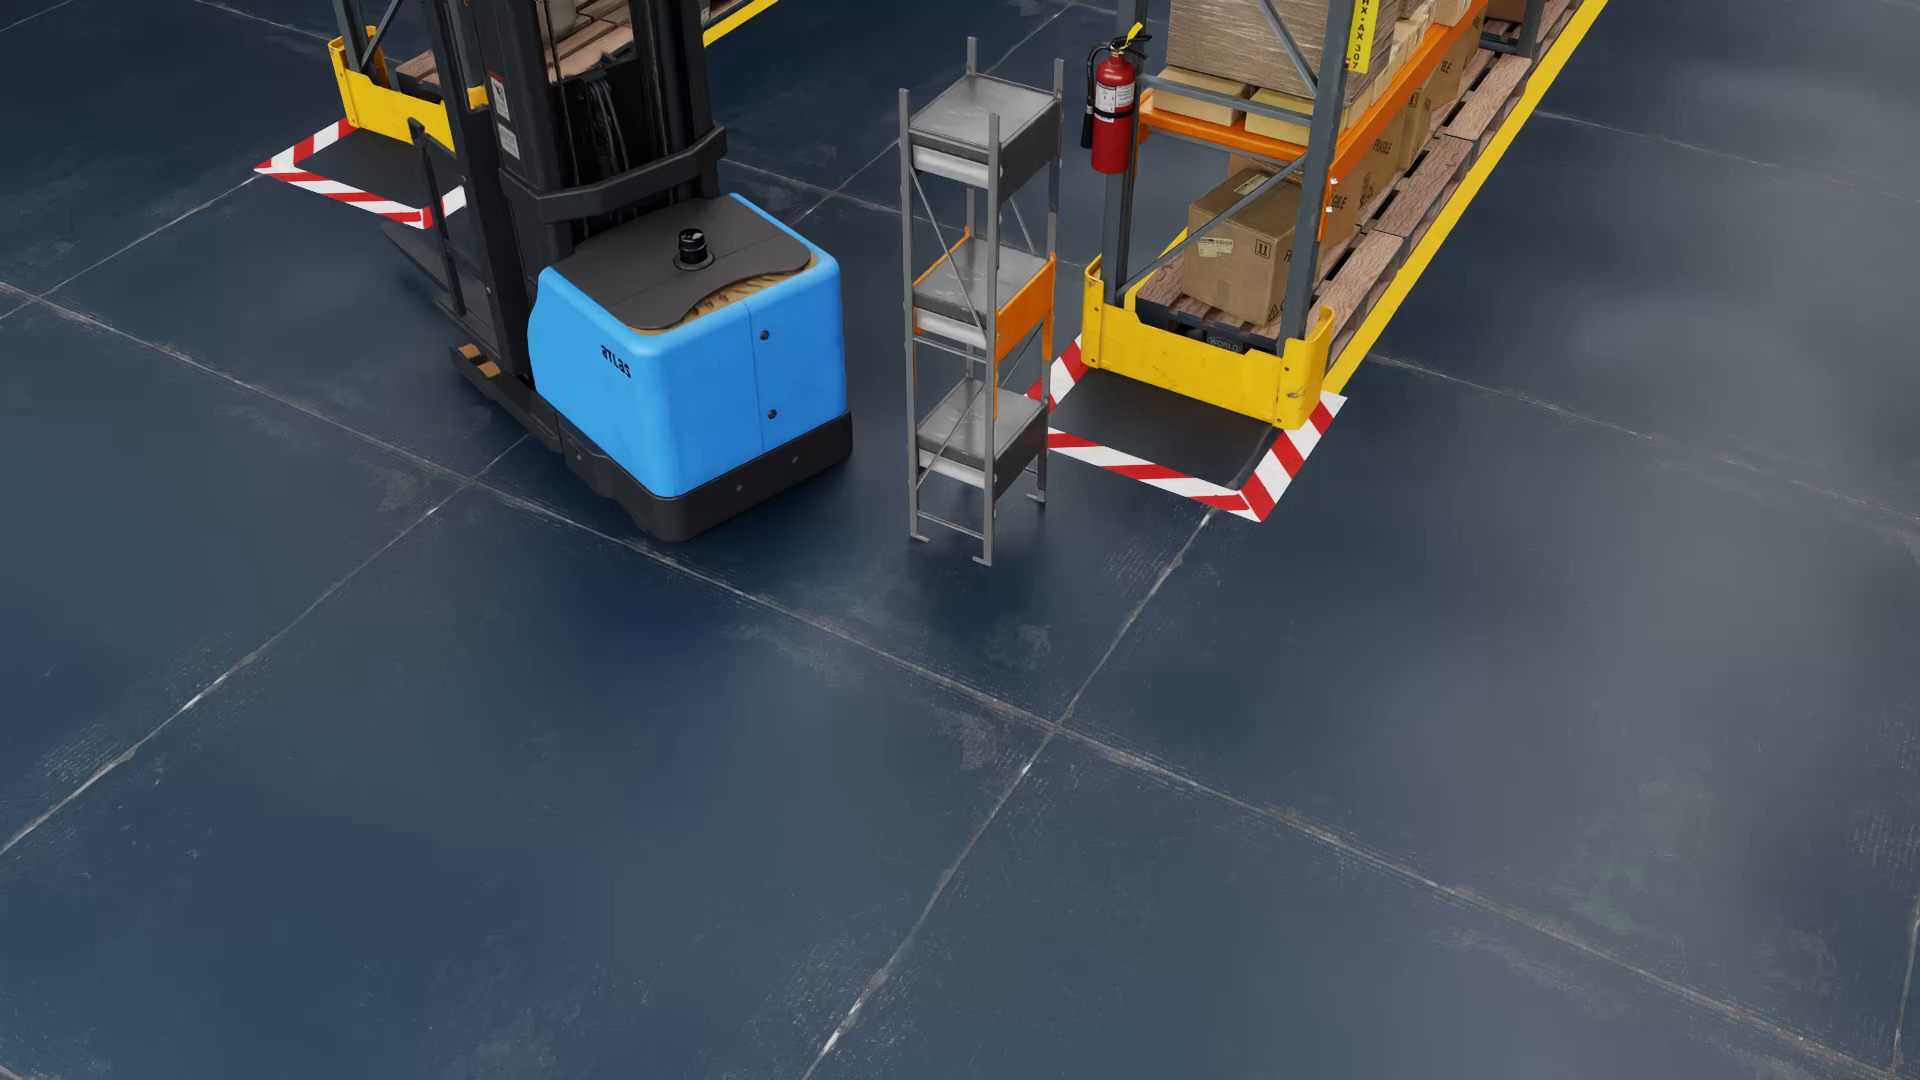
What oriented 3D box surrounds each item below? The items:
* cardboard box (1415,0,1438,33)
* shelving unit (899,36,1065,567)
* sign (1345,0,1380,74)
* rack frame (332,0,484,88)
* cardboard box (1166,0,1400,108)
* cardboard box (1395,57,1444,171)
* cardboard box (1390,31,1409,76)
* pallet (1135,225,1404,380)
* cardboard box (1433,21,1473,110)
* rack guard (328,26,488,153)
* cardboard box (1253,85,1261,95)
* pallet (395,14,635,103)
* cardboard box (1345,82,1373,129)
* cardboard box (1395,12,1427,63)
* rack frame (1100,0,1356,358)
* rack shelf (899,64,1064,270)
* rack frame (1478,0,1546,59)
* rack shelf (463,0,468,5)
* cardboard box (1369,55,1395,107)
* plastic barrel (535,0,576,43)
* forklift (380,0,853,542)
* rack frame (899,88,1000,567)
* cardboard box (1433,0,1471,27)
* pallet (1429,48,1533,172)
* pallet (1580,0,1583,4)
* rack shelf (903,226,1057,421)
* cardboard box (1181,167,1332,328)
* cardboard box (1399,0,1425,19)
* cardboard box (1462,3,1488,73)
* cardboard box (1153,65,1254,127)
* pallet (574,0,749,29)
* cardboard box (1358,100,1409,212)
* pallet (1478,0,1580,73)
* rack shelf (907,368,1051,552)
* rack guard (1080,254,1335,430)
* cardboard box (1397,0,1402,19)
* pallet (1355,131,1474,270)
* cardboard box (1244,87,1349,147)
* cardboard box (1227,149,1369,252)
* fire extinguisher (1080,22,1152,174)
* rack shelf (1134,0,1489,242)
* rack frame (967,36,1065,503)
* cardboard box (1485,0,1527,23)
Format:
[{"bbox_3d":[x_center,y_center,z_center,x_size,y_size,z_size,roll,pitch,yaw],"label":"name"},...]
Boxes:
[{"bbox_3d":[2.097,-2.582,8.102,0.380,0.149,0.250,21,45,22],"label":"cardboard box"},{"bbox_3d":[0.083,-0.883,6.664,0.431,2.100,0.503,21,45,22],"label":"shelving unit"},{"bbox_3d":[1.598,-2.020,6.619,0.100,0.325,0.005,21,45,22],"label":"sign"},{"bbox_3d":[-3.160,-3.513,8.969,1.000,3.000,0.127,21,45,22],"label":"rack frame"},{"bbox_3d":[1.427,-2.329,7.325,0.875,0.500,0.500,21,45,22],"label":"cardboard box"},{"bbox_3d":[2.372,-2.456,9.343,0.500,0.500,0.500,17,44,18],"label":"cardboard box"},{"bbox_3d":[1.864,-2.289,7.770,0.380,0.149,0.250,21,45,22],"label":"cardboard box"},{"bbox_3d":[1.603,-1.325,8.595,1.003,0.211,1.213,21,45,22],"label":"pallet"},{"bbox_3d":[2.615,-2.837,9.776,0.500,0.500,0.500,-30,50,-30],"label":"cardboard box"},{"bbox_3d":[-3.163,-2.634,9.862,1.175,0.500,0.348,21,45,22],"label":"rack guard"},{"bbox_3d":[1.217,-2.154,7.617,0.380,0.149,0.250,21,45,22],"label":"cardboard box"},{"bbox_3d":[-2.752,-2.988,10.484,1.003,0.211,1.213,21,45,22],"label":"pallet"},{"bbox_3d":[1.619,-2.001,7.443,0.380,0.149,0.250,21,45,22],"label":"cardboard box"},{"bbox_3d":[1.995,-2.430,7.930,0.380,0.149,0.250,21,45,22],"label":"cardboard box"},{"bbox_3d":[1.128,-1.875,7.109,1.000,3.000,0.127,21,45,22],"label":"rack frame"},{"bbox_3d":[0.083,-1.398,6.210,0.431,0.518,0.480,21,45,22],"label":"rack shelf"},{"bbox_3d":[3.129,-4.163,9.708,1.000,3.000,0.127,21,45,22],"label":"rack frame"},{"bbox_3d":[-2.160,-4.387,10.506,1.077,0.370,4.000,21,45,22],"label":"rack shelf"},{"bbox_3d":[1.757,-2.139,7.600,0.380,0.149,0.250,21,45,22],"label":"cardboard box"},{"bbox_3d":[-2.646,-3.425,10.435,0.421,0.512,0.421,0,41,0],"label":"plastic barrel"},{"bbox_3d":[-1.833,-1.990,7.292,1.130,2.935,3.031,-30,49,-29],"label":"forklift"},{"bbox_3d":[-0.039,-0.743,6.505,0.400,2.100,0.015,21,45,22],"label":"rack frame"},{"bbox_3d":[2.311,-2.691,8.226,0.380,0.149,0.250,21,45,22],"label":"cardboard box"},{"bbox_3d":[2.824,-2.721,10.180,1.003,0.211,1.213,21,45,22],"label":"pallet"},{"bbox_3d":[4.127,-4.264,11.932,1.003,0.211,1.213,21,45,22],"label":"pallet"},{"bbox_3d":[0.083,-0.872,6.673,0.431,0.518,0.480,21,45,22],"label":"rack shelf"},{"bbox_3d":[1.455,-1.446,8.196,0.500,0.500,0.500,30,49,29],"label":"cardboard box"},{"bbox_3d":[1.861,-2.927,8.003,0.875,0.500,0.500,21,45,22],"label":"cardboard box"},{"bbox_3d":[2.895,-3.167,10.151,0.500,0.500,0.500,20,45,21],"label":"cardboard box"},{"bbox_3d":[1.092,-2.012,7.455,0.380,0.149,0.250,21,45,22],"label":"cardboard box"},{"bbox_3d":[-2.141,-3.684,11.273,1.003,0.211,1.213,21,45,22],"label":"pallet"},{"bbox_3d":[2.054,-2.151,8.997,0.500,0.500,0.500,25,47,26],"label":"cardboard box"},{"bbox_3d":[3.518,-3.563,11.136,1.003,0.211,1.213,21,45,22],"label":"pallet"},{"bbox_3d":[0.083,-0.347,7.135,0.431,0.518,0.480,21,45,22],"label":"rack shelf"},{"bbox_3d":[1.166,-0.980,7.985,1.175,0.500,0.348,21,45,22],"label":"rack guard"},{"bbox_3d":[1.573,-2.655,7.695,0.875,0.500,0.500,21,45,22],"label":"cardboard box"},{"bbox_3d":[2.214,-2.020,9.384,1.003,0.211,1.213,21,45,22],"label":"pallet"},{"bbox_3d":[1.477,-1.865,7.288,0.380,0.149,0.250,21,45,22],"label":"cardboard box"},{"bbox_3d":[1.724,-1.799,8.597,0.500,0.500,0.500,-33,51,-32],"label":"cardboard box"},{"bbox_3d":[0.672,-1.932,7.233,0.296,0.674,0.183,21,45,22],"label":"fire extinguisher"},{"bbox_3d":[2.129,-2.749,8.646,1.077,0.370,4.000,21,45,22],"label":"rack shelf"},{"bbox_3d":[0.205,-1.022,6.822,0.400,2.100,0.015,21,45,22],"label":"rack frame"},{"bbox_3d":[3.455,-3.735,10.780,0.700,0.500,0.500,18,44,19],"label":"cardboard box"}]
